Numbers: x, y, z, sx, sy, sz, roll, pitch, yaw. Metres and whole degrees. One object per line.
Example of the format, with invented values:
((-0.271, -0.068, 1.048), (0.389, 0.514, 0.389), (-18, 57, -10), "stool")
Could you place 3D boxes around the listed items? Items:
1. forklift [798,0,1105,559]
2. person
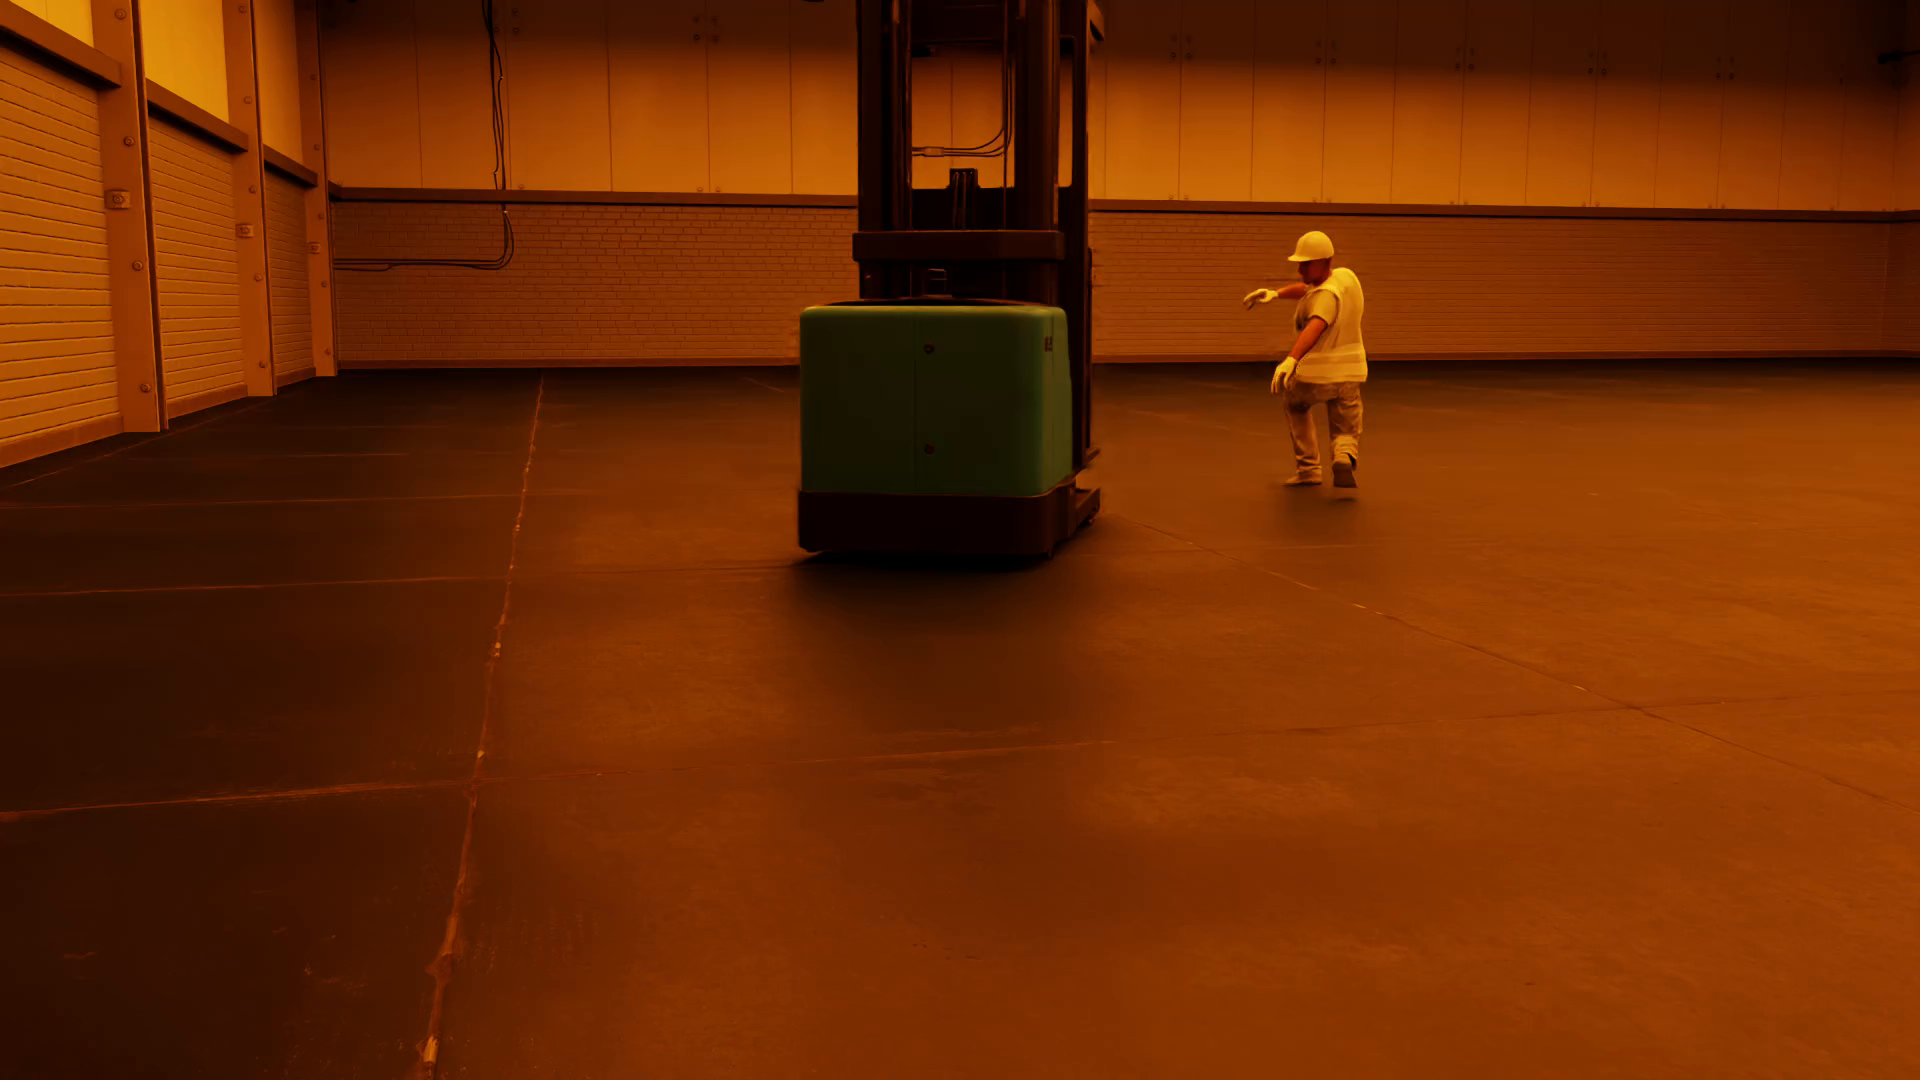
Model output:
((0.105, -1.536, 8.104), (1.130, 2.935, 3.031), (2, 8, 11), "forklift")
((1.997, -1.002, 9.599), (0.781, 1.535, 0.969), (-2, 8, -17), "person")
